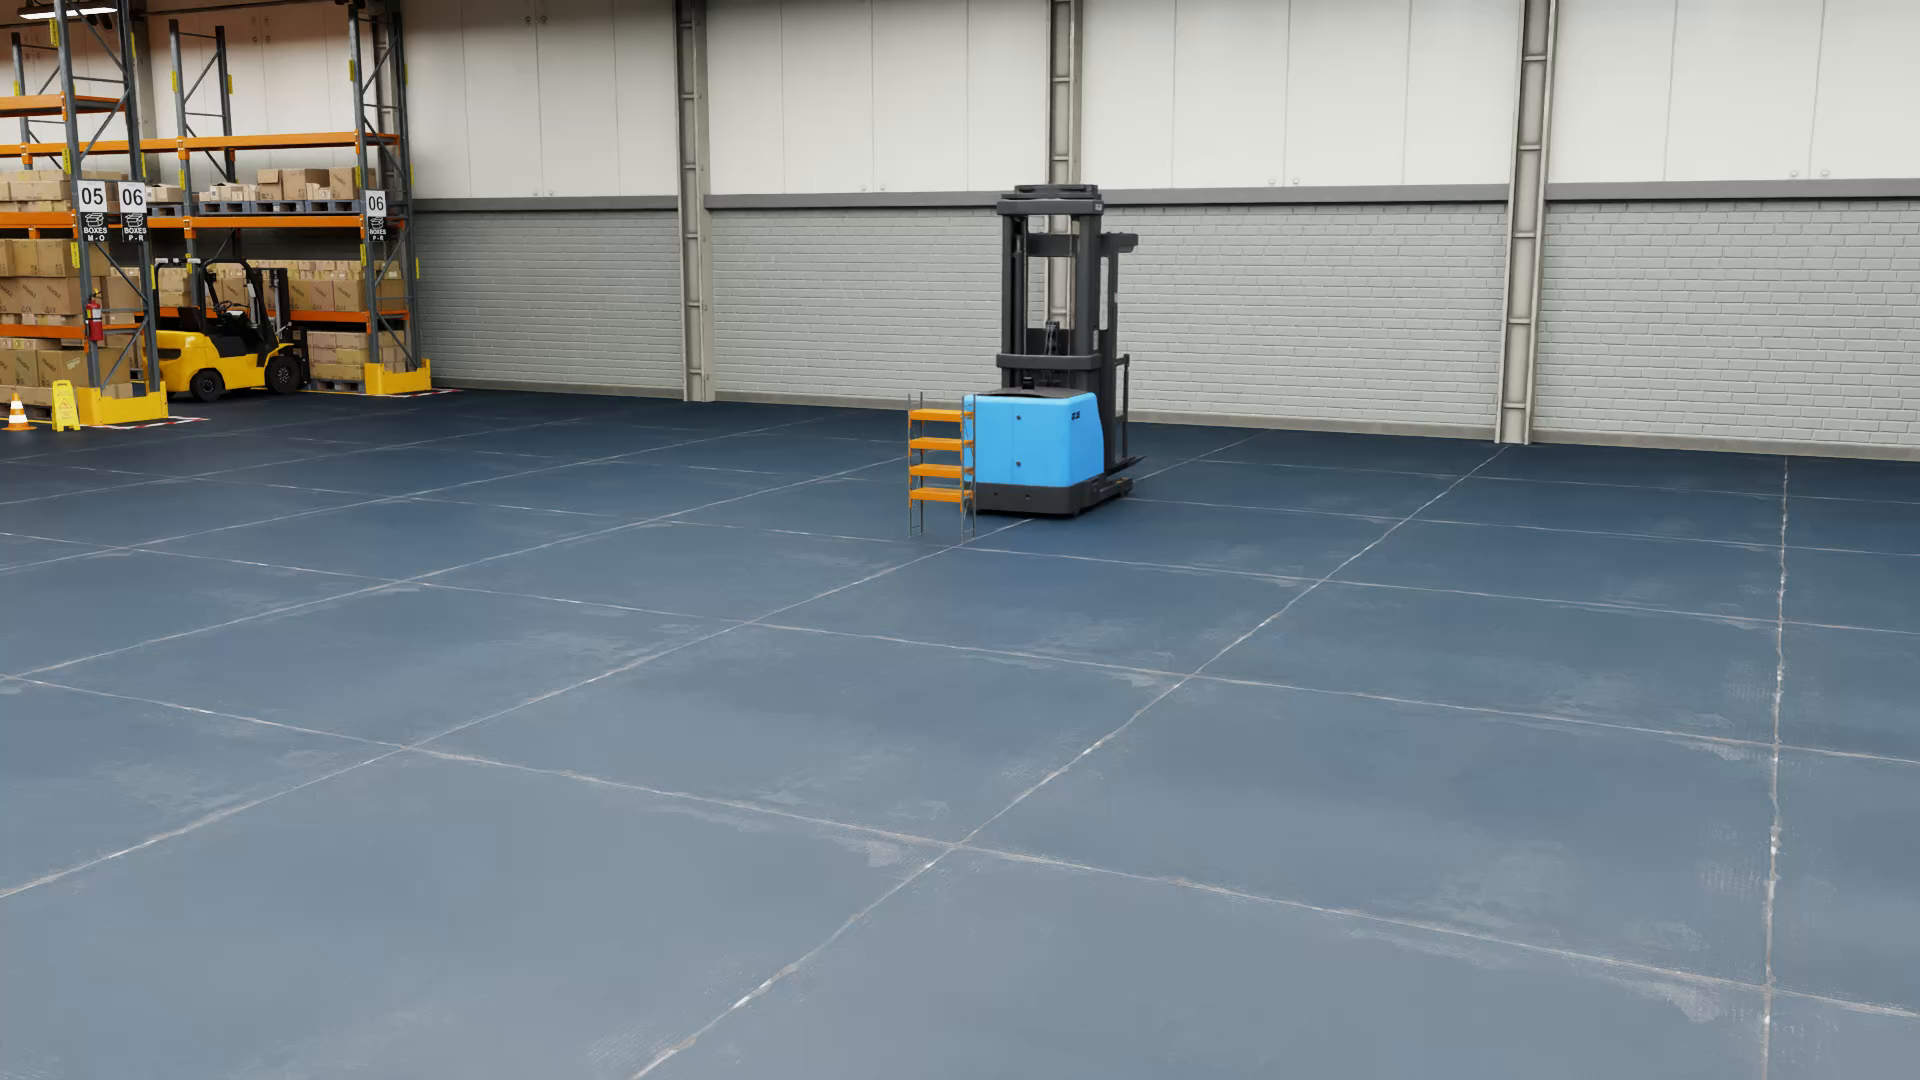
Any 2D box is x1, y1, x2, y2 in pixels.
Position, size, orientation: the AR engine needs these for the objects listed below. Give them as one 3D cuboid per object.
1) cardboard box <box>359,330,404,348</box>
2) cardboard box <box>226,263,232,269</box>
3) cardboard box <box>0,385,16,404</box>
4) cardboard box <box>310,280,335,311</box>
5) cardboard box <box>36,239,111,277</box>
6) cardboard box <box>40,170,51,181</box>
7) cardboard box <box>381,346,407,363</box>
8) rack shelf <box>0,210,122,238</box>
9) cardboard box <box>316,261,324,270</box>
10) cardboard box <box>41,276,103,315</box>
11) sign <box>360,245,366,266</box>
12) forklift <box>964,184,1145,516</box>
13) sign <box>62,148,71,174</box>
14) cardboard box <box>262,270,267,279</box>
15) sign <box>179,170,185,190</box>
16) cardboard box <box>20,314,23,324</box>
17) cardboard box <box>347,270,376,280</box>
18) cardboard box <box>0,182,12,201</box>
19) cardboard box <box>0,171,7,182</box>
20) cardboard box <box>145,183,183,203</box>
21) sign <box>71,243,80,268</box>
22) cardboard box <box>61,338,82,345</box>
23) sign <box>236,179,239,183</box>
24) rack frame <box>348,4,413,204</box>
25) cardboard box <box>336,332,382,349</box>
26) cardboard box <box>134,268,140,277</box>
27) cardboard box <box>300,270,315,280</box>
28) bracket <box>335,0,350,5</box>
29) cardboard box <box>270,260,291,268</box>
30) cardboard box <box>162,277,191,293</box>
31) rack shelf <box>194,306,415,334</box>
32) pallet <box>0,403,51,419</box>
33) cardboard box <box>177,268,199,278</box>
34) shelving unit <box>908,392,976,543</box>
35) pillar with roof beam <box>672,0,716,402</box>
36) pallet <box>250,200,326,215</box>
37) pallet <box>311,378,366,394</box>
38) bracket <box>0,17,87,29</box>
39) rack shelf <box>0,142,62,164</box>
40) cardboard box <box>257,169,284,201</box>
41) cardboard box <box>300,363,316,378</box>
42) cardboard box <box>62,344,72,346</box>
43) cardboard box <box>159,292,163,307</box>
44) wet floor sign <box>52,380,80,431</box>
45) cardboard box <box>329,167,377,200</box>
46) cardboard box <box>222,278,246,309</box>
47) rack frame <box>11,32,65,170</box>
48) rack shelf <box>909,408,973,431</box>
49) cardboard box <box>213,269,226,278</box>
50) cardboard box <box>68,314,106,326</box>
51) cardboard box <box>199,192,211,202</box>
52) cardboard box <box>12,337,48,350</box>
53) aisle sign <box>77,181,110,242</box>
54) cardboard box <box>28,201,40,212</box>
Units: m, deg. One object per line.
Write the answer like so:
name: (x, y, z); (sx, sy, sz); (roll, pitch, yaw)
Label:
cardboard box: (-9.497, -3.305, 27.302); (0.500, 0.250, 0.500); (5, 11, 25)
cardboard box: (-12.076, -4.624, 27.918); (0.250, 0.149, 0.380); (5, 11, 25)
cardboard box: (-13.120, -2.055, 23.203); (0.500, 0.250, 0.500); (5, 11, 24)
cardboard box: (-10.169, -3.980, 27.015); (0.500, 0.500, 0.500); (5, 12, 28)
cardboard box: (-11.898, -3.791, 22.331); (0.500, 0.500, 0.700); (5, 11, 24)
cardboard box: (-11.991, -4.849, 22.143); (0.250, 0.149, 0.380); (5, 12, 27)
cardboard box: (-9.480, -3.061, 27.358); (0.500, 0.250, 0.500); (5, 12, 27)
rack shelf: (-13.137, -4.378, 23.093); (4.000, 0.370, 1.077); (5, 11, 26)
cardboard box: (-10.236, -4.463, 27.028); (0.250, 0.149, 0.380); (5, 11, 26)
cardboard box: (-11.952, -3.292, 22.383); (0.500, 0.500, 0.500); (5, 11, 25)
sign: (-9.403, -4.492, 26.210); (0.005, 0.325, 0.100); (5, 11, 26)
forklift: (1.038, -1.876, 15.865); (1.130, 2.935, 3.031); (4, 11, 22)
sign: (-11.607, -4.923, 21.599); (0.005, 0.325, 0.100); (5, 11, 26)
cardboard box: (-11.433, -4.402, 27.529); (0.250, 0.149, 0.380); (5, 11, 24)
sign: (-12.969, -6.004, 27.725); (0.005, 0.325, 0.100); (5, 11, 26)
cardboard box: (-12.682, -3.054, 22.886); (0.250, 0.149, 0.380); (5, 11, 27)
cardboard box: (-9.585, -4.242, 26.644); (0.250, 0.149, 0.380); (5, 11, 27)
cardboard box: (-12.839, -4.724, 22.572); (0.500, 0.250, 0.500); (5, 12, 27)
cardboard box: (-12.872, -4.939, 22.644); (0.250, 0.149, 0.380); (5, 11, 24)
cardboard box: (-13.494, -5.912, 28.344); (0.500, 0.311, 0.500); (5, 11, 24)
sign: (-11.607, -3.736, 21.813); (0.005, 0.325, 0.100); (5, 11, 26)
cardboard box: (-15.771, -3.508, 30.181); (0.625, 0.625, 0.875); (5, 12, 28)
sign: (-12.493, -6.064, 28.719); (0.005, 0.325, 0.100); (5, 11, 26)
rack frame: (-9.150, -6.843, 26.273); (0.127, 3.000, 1.000); (5, 11, 26)
cardboard box: (-9.701, -3.223, 26.851); (0.500, 0.250, 0.500); (5, 12, 28)
cardboard box: (-14.079, -4.642, 28.851); (0.250, 0.149, 0.380); (5, 11, 24)
cardboard box: (-10.511, -4.323, 27.089); (0.250, 0.149, 0.380); (5, 11, 24)
bracket: (-9.905, -8.789, 26.919); (0.430, 0.232, 0.235); (5, 11, 26)
cardboard box: (-11.161, -4.543, 27.472); (0.250, 0.149, 0.380); (5, 11, 26)
cardboard box: (-13.291, -4.376, 28.506); (0.500, 0.250, 0.500); (5, 11, 25)
rack shelf: (-10.944, -3.695, 27.742); (4.000, 0.370, 1.077); (5, 11, 26)
pallet: (-13.214, -1.898, 23.624); (1.213, 0.211, 1.003); (5, 11, 26)
cardboard box: (-13.142, -4.566, 28.435); (0.250, 0.149, 0.380); (5, 12, 28)
shelving unit: (-0.148, -0.603, 13.695); (0.503, 1.200, 0.258); (5, 11, 26)
pillar with roof beam: (-5.900, -5.882, 20.960); (0.400, 9.000, 9.100); (5, 11, 26)
pallet: (-10.871, -5.479, 27.409); (1.213, 0.211, 1.003); (5, 11, 26)
pallet: (-9.854, -2.573, 27.352); (1.213, 0.211, 1.003); (5, 11, 26)
bracket: (-17.596, -9.465, 30.653); (4.783, 0.066, 0.076); (5, 11, 26)
rack shelf: (-18.118, -7.080, 30.727); (4.000, 0.370, 1.077); (5, 11, 26)
cardboard box: (-11.037, -5.819, 27.285); (0.637, 0.503, 0.797); (5, 12, 28)
cardboard box: (-10.598, -2.813, 27.391); (0.500, 0.250, 0.500); (5, 11, 26)
cardboard box: (-12.883, -2.512, 23.621); (0.500, 0.500, 0.500); (5, 12, 27)
cardboard box: (-13.758, -4.169, 28.765); (0.500, 0.250, 0.500); (5, 11, 25)
wet floor sign: (-11.646, -1.754, 21.608); (0.267, 0.644, 0.232); (-10, 14, -43)
cardboard box: (-9.655, -5.668, 26.463); (0.500, 0.500, 0.500); (5, 12, 28)
cardboard box: (-11.980, -4.140, 27.904); (0.500, 0.500, 0.500); (5, 12, 27)
rack frame: (-16.324, -7.474, 29.756); (0.127, 3.000, 1.000); (5, 11, 26)
rack shelf: (-0.148, -0.990, 13.625); (0.480, 0.148, 0.258); (5, 11, 26)
cardboard box: (-12.335, -4.487, 28.000); (0.250, 0.149, 0.380); (5, 12, 27)
cardboard box: (-11.773, -2.970, 22.422); (0.250, 0.149, 0.380); (5, 12, 28)
cardboard box: (-12.469, -5.731, 27.795); (0.250, 0.149, 0.380); (5, 12, 27)
cardboard box: (-12.760, -2.700, 22.840); (0.250, 0.149, 0.380); (5, 12, 27)
aisle sign: (-11.416, -4.326, 21.911); (0.004, 0.787, 0.394); (5, 11, 26)
cardboard box: (-12.248, -4.475, 22.315); (0.250, 0.149, 0.380); (5, 12, 28)
